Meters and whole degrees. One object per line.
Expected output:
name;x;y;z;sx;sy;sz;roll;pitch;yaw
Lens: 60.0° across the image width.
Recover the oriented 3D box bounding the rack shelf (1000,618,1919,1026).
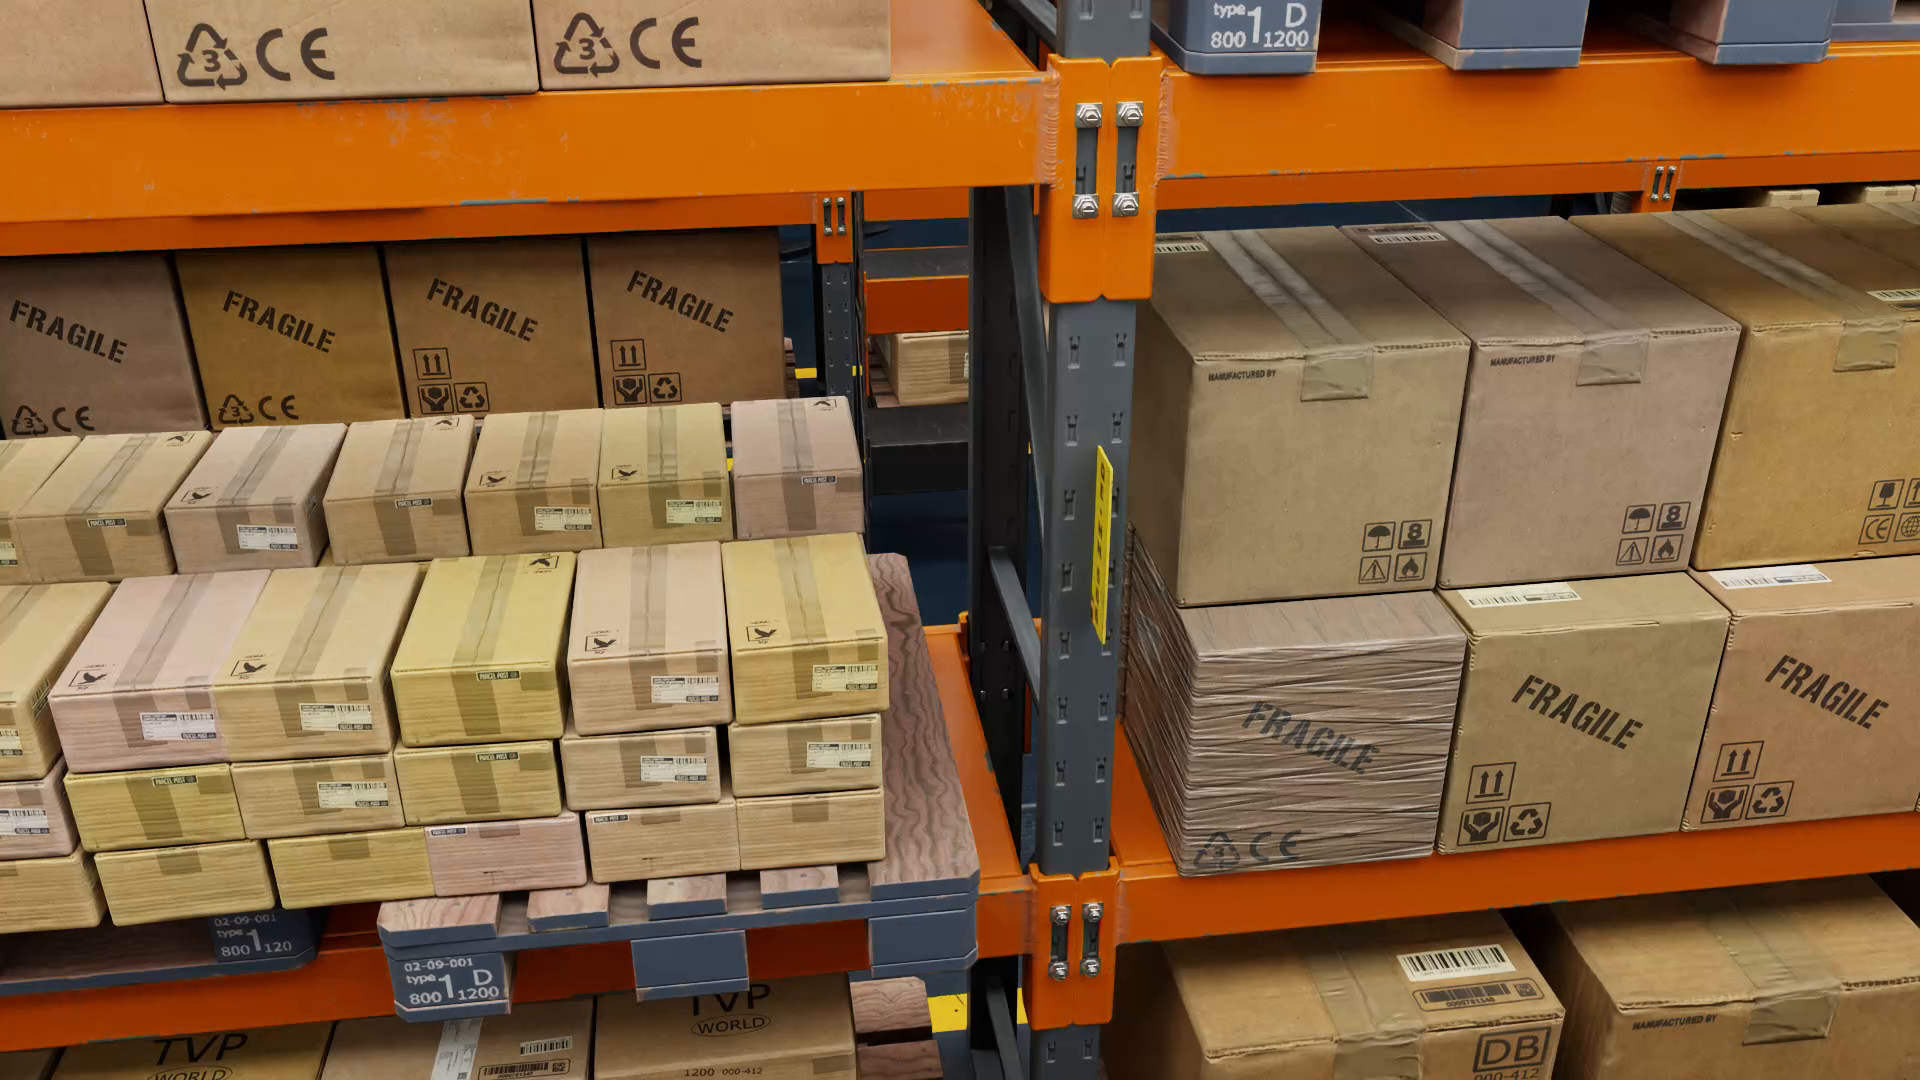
rack shelf;2.130;0.438;3.899;4.000;0.370;1.077;-4;27;-7

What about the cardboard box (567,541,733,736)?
cardboard box;-0.521;0.159;2.819;0.250;0.149;0.380;-4;27;-8

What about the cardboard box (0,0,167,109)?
cardboard box;-1.370;-0.915;2.353;0.500;0.500;0.500;-4;27;-7

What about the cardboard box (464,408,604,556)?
cardboard box;-0.844;-0.121;3.364;0.250;0.149;0.380;-4;27;-7

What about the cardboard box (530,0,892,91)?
cardboard box;-0.381;-0.983;2.485;0.500;0.500;0.500;-4;27;-7

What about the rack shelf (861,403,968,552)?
rack shelf;-0.164;-0.289;7.076;0.480;0.518;0.431;-4;27;-7

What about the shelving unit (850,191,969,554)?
shelving unit;-0.164;-0.924;6.750;0.503;2.100;0.431;-4;27;-7

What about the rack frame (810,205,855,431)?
rack frame;-0.640;-1.986;7.835;0.127;3.000;1.000;-4;27;-7

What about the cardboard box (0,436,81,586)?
cardboard box;-1.884;-0.054;3.234;0.250;0.149;0.380;-4;27;-8

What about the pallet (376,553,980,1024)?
pallet;-0.541;0.424;3.348;1.003;0.211;1.213;-4;27;-7

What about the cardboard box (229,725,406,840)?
cardboard box;-1.048;0.326;2.818;0.250;0.149;0.380;-4;27;-7

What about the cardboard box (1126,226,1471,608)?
cardboard box;0.595;-0.268;3.283;0.500;0.500;0.700;-4;27;-7

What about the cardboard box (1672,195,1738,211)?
cardboard box;3.943;-1.453;8.527;0.500;0.500;0.500;-2;27;-5

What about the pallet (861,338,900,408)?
pallet;0.134;-0.795;8.568;1.213;0.211;1.003;-4;27;-7

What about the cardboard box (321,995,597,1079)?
cardboard box;-0.990;1.036;3.402;0.500;0.250;0.500;-3;27;-6

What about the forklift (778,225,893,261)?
forklift;-1.811;-2.792;9.481;3.031;2.935;1.130;-20;34;-34

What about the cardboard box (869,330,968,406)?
cardboard box;-0.079;-1.035;8.401;0.625;0.372;0.950;-5;28;-11

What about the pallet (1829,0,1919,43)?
pallet;1.887;-1.143;3.113;1.213;0.211;1.003;-2;27;-5

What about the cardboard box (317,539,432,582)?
cardboard box;-1.139;0.030;3.394;0.250;0.149;0.380;-4;27;-7

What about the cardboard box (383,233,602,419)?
cardboard box;-2.220;-1.167;8.105;0.875;0.875;0.875;-3;27;-6

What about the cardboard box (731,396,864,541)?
cardboard box;-0.340;-0.153;3.425;0.250;0.149;0.380;-4;27;-7

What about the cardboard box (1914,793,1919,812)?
cardboard box;2.128;0.198;3.469;0.500;0.500;0.500;-4;27;-8

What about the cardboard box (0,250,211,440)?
cardboard box;-3.998;-1.049;7.876;0.875;0.875;0.875;-3;27;-6

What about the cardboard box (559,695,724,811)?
cardboard box;-0.540;0.293;2.883;0.250;0.149;0.380;-3;27;-5

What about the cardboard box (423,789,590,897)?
cardboard box;-0.776;0.441;2.921;0.250;0.149;0.380;-3;27;-6

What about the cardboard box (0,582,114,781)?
cardboard box;-1.553;0.225;2.689;0.250;0.149;0.380;-2;27;-5

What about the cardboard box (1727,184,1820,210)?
cardboard box;4.075;-1.723;8.342;0.250;0.149;0.380;-3;27;-6

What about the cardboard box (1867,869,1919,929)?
cardboard box;2.552;0.944;4.128;0.750;0.750;1.050;-4;27;-7

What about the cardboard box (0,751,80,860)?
cardboard box;-1.553;0.358;2.756;0.250;0.149;0.380;-3;27;-6

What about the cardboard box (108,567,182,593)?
cardboard box;-1.632;0.060;3.336;0.250;0.149;0.380;-4;27;-8

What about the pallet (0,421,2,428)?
pallet;-5.365;-0.478;7.951;1.213;0.211;1.003;-4;27;-7

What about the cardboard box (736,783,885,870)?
cardboard box;-0.275;0.409;2.982;0.250;0.149;0.380;-3;27;-6

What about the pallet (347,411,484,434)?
pallet;-2.637;-0.653;8.292;1.213;0.211;1.003;-4;27;-7

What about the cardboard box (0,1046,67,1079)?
cardboard box;-2.010;1.098;3.281;0.500;0.250;0.500;-3;27;-5

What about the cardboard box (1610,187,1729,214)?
cardboard box;3.869;-1.697;9.002;0.500;0.500;0.500;-4;27;-8

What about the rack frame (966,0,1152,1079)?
rack frame;0.149;0.245;3.487;0.127;3.000;1.000;-4;27;-7

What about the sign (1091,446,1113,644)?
sign;0.234;0.010;2.764;0.005;0.325;0.100;-4;27;-7

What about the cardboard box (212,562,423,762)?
cardboard box;-1.044;0.194;2.750;0.250;0.149;0.380;-3;27;-6

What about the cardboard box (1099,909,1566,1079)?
cardboard box;0.765;1.061;3.901;0.750;0.750;1.050;-4;27;-8

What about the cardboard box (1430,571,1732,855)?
cardboard box;1.135;0.260;3.347;0.500;0.500;0.500;-4;27;-8

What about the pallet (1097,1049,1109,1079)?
pallet;0.941;1.470;4.155;1.213;0.211;1.003;-4;27;-7

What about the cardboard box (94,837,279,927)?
cardboard box;-1.289;0.473;2.858;0.250;0.149;0.380;-5;28;-9

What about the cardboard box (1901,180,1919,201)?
cardboard box;4.850;-1.775;8.443;0.250;0.149;0.380;-2;27;-4

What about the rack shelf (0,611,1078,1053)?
rack shelf;-1.831;0.692;3.403;4.000;0.370;1.077;-4;27;-7

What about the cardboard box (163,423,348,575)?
cardboard box;-1.374;-0.086;3.296;0.250;0.149;0.380;-2;27;-5

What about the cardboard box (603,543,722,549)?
cardboard box;-0.626;-0.004;3.462;0.250;0.149;0.380;-2;27;-5

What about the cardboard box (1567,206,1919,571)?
cardboard box;1.604;-0.335;3.412;0.500;0.500;0.700;-4;27;-8

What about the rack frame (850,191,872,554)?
rack frame;-0.406;-0.908;6.720;0.015;2.100;0.400;-4;27;-7

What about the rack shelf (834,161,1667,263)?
rack shelf;1.340;-1.793;8.248;4.000;0.370;1.077;-4;27;-7
